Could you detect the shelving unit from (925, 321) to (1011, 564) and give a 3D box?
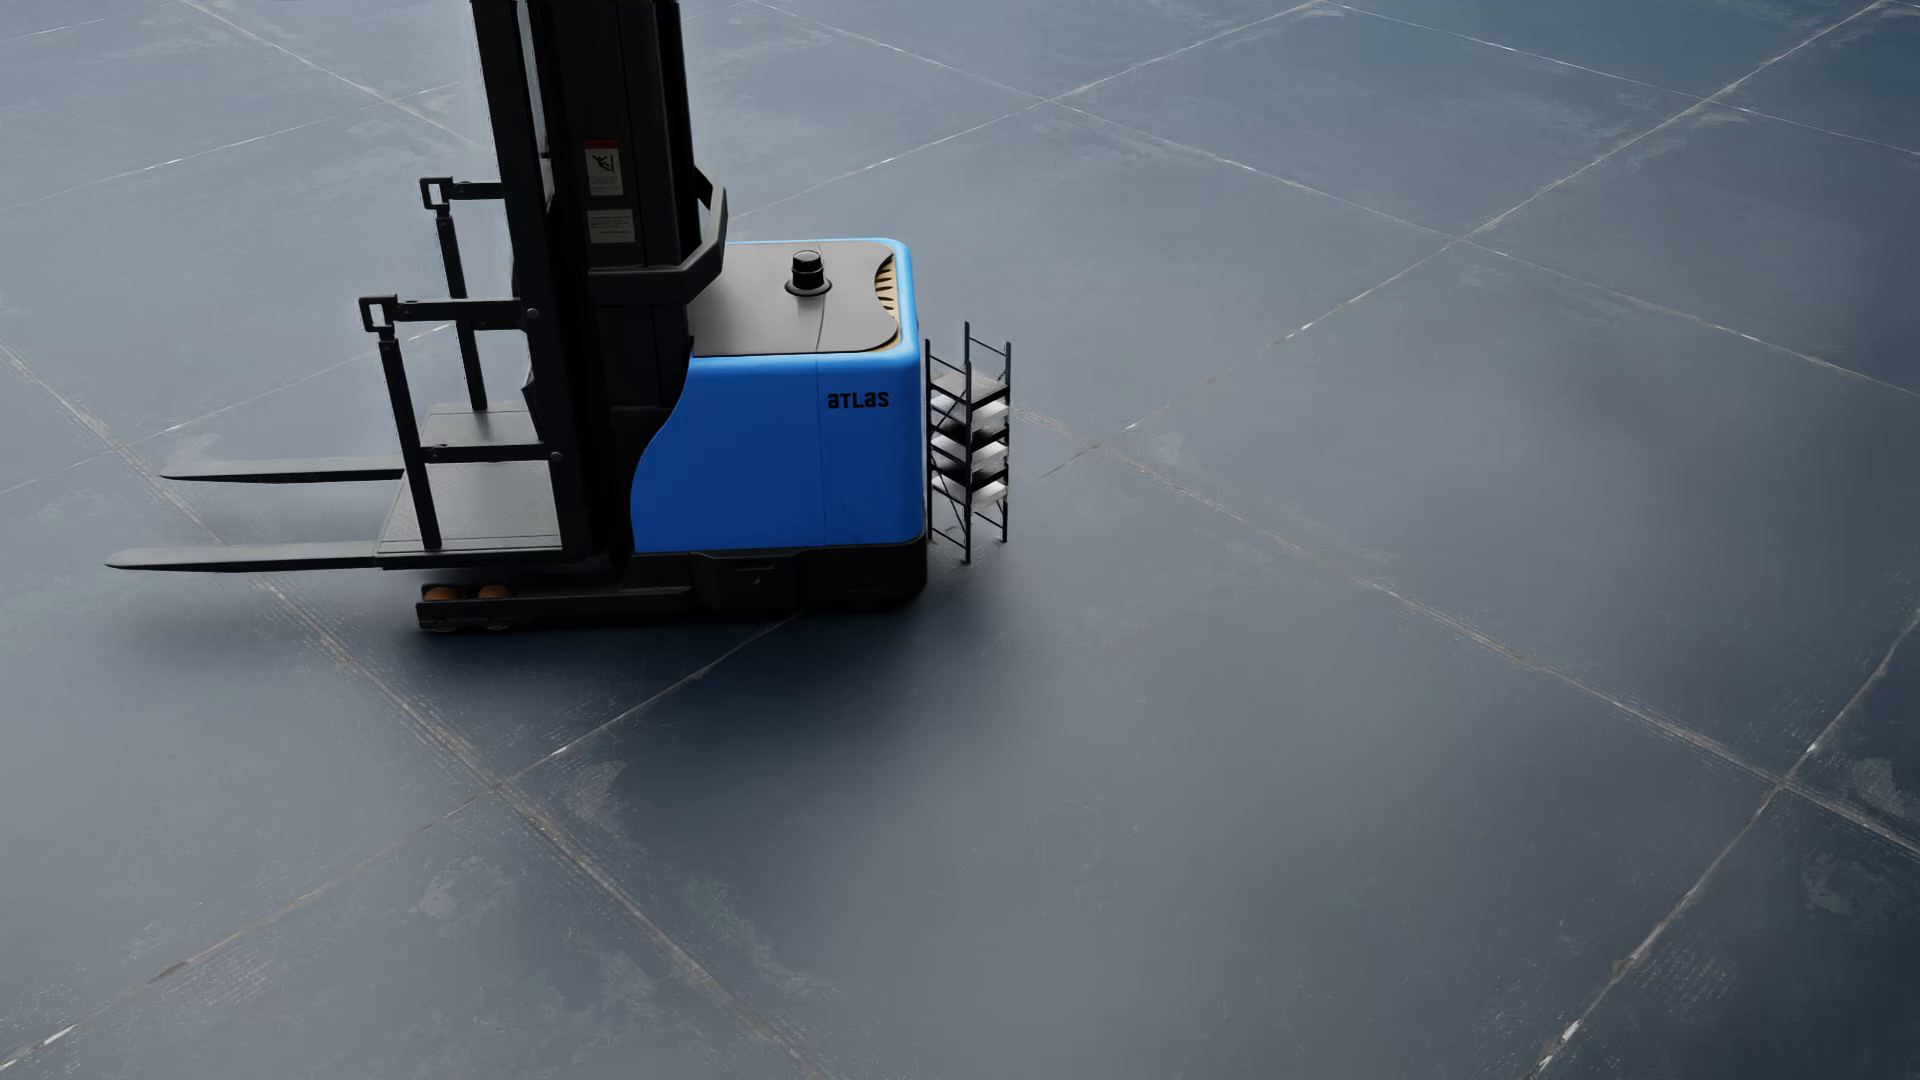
[{"bbox_3d":[0.029,-0.365,6.387,0.210,0.900,0.258,-29,44,-35],"label":"shelving unit"}]

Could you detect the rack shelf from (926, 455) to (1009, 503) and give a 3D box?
[{"bbox_3d":[0.029,-0.264,6.458,0.200,0.077,0.258,-29,44,-35],"label":"rack shelf"}]

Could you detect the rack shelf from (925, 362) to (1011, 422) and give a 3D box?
[{"bbox_3d":[0.030,-0.559,6.251,0.200,0.077,0.258,-29,44,-35],"label":"rack shelf"}]

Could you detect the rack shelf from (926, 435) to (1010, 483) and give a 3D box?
[{"bbox_3d":[0.029,-0.338,6.406,0.200,0.077,0.258,-29,44,-35],"label":"rack shelf"}]

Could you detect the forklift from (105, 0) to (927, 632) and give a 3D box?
[{"bbox_3d":[-1.664,-1.175,5.772,3.031,2.935,1.130,-2,35,-3],"label":"forklift"}]

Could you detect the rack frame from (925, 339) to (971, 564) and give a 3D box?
[{"bbox_3d":[-0.044,-0.325,6.329,0.006,0.900,0.240,-29,44,-35],"label":"rack frame"}]

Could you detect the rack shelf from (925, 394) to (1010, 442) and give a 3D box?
[{"bbox_3d":[0.030,-0.486,6.303,0.200,0.077,0.258,-29,44,-35],"label":"rack shelf"}]

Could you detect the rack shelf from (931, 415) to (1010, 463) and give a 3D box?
[{"bbox_3d":[0.029,-0.412,6.354,0.200,0.077,0.258,-29,44,-35],"label":"rack shelf"}]

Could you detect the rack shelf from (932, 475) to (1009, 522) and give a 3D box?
[{"bbox_3d":[0.029,-0.190,6.509,0.200,0.077,0.258,-29,44,-35],"label":"rack shelf"}]

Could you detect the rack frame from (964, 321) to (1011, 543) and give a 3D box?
[{"bbox_3d":[0.103,-0.406,6.445,0.006,0.900,0.240,-29,44,-35],"label":"rack frame"}]
